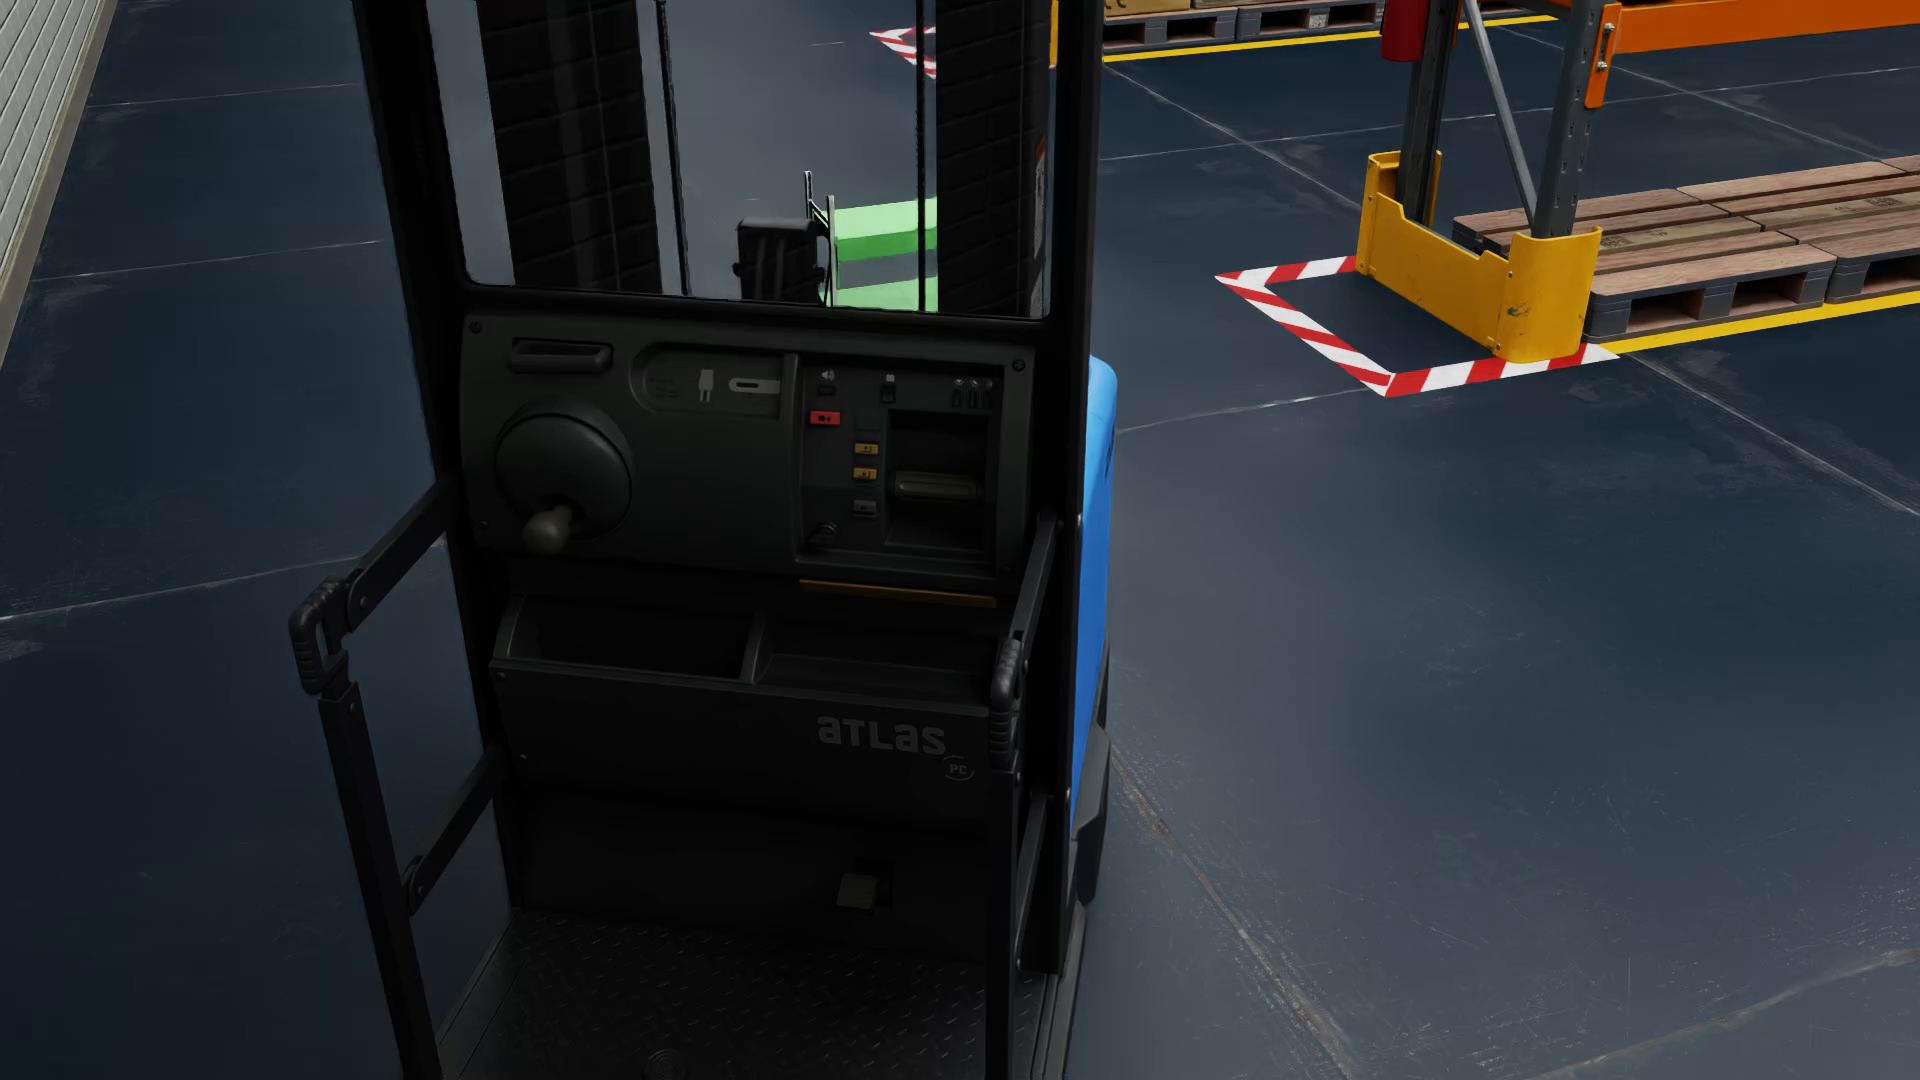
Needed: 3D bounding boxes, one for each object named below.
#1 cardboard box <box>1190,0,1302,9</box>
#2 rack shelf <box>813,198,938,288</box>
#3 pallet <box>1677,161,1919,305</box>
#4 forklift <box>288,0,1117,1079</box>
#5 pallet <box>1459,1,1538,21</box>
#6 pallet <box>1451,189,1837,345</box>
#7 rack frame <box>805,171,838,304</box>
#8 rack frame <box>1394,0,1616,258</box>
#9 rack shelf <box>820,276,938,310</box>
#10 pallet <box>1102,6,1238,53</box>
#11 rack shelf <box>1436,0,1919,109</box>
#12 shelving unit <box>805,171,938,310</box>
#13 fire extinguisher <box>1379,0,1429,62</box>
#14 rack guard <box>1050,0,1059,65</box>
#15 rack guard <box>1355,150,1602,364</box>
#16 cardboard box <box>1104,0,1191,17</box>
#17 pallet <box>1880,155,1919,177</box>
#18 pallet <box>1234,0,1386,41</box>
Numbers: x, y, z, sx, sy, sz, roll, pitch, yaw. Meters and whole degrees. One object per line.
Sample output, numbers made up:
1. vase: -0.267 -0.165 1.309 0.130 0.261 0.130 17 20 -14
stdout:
1. cardboard box: 1.809 -4.150 11.226 0.875 0.875 0.875 -10 31 -18
2. rack shelf: -0.155 -0.854 4.697 0.480 0.148 0.258 -10 31 -18
3. pallet: 4.039 -1.410 7.511 1.213 0.211 1.003 -10 31 -18
4. forklift: -0.383 -0.098 2.461 1.130 2.935 3.031 5 30 8
5. pallet: 3.393 -3.970 12.005 1.213 0.211 1.003 -10 31 -18
6. pallet: 2.898 -1.201 7.145 1.213 0.211 1.003 -10 31 -18
7. rack frame: -0.384 -0.451 4.829 0.015 1.200 0.240 -10 31 -18
8. rack frame: 2.111 -2.288 6.236 0.127 3.000 1.000 -10 31 -18
9. rack shelf: -0.155 -0.646 4.816 0.480 0.148 0.258 -10 31 -18
10. pallet: 1.106 -3.549 11.266 1.213 0.211 1.003 -10 31 -18
11. rack shelf: 3.986 -2.321 7.020 4.000 0.370 1.077 -10 31 -18
12. shelving unit: -0.155 -0.493 4.903 0.503 1.200 0.258 -10 31 -18
13. fire extinguisher: 1.811 -2.277 6.672 0.183 0.674 0.296 -10 31 -18
14. rack guard: 0.362 -3.496 10.881 0.348 0.500 1.175 -10 31 -18
15. rack guard: 2.093 -1.192 6.837 0.348 0.500 1.175 -10 31 -18
16. cardboard box: 0.956 -3.993 10.951 0.875 0.875 0.875 -10 31 -18
17. pallet: 5.184 -1.622 7.884 1.213 0.211 1.003 -10 31 -18
18. pallet: 2.248 -3.758 11.632 1.213 0.211 1.003 -10 31 -18
